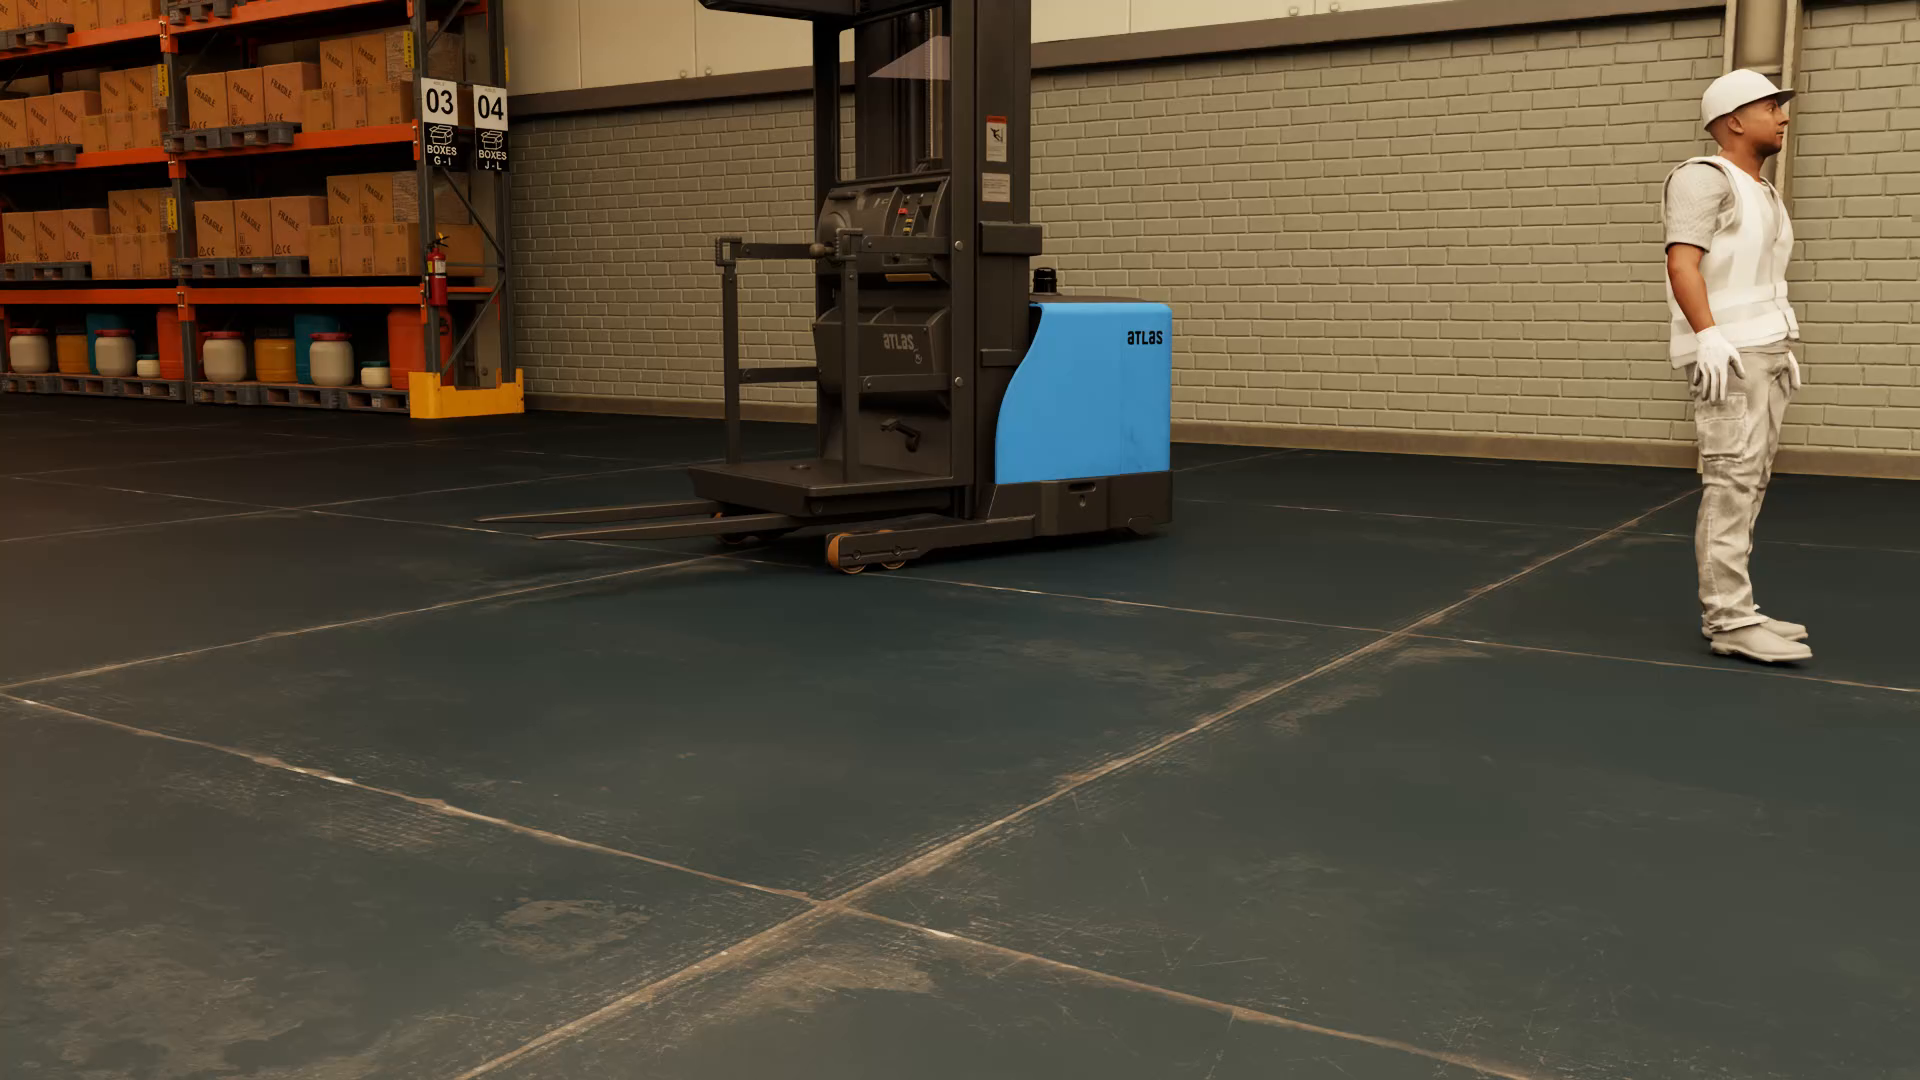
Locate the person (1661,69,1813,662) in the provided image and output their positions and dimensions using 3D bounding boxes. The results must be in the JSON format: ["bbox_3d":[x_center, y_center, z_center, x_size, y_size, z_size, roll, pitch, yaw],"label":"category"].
[{"bbox_3d":[2.487,-0.560,5.162,0.577,1.782,0.655,8,11,44],"label":"person"}]

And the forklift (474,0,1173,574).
[{"bbox_3d":[-0.510,-1.399,7.032,3.031,2.935,1.130,-6,10,-35],"label":"forklift"}]
